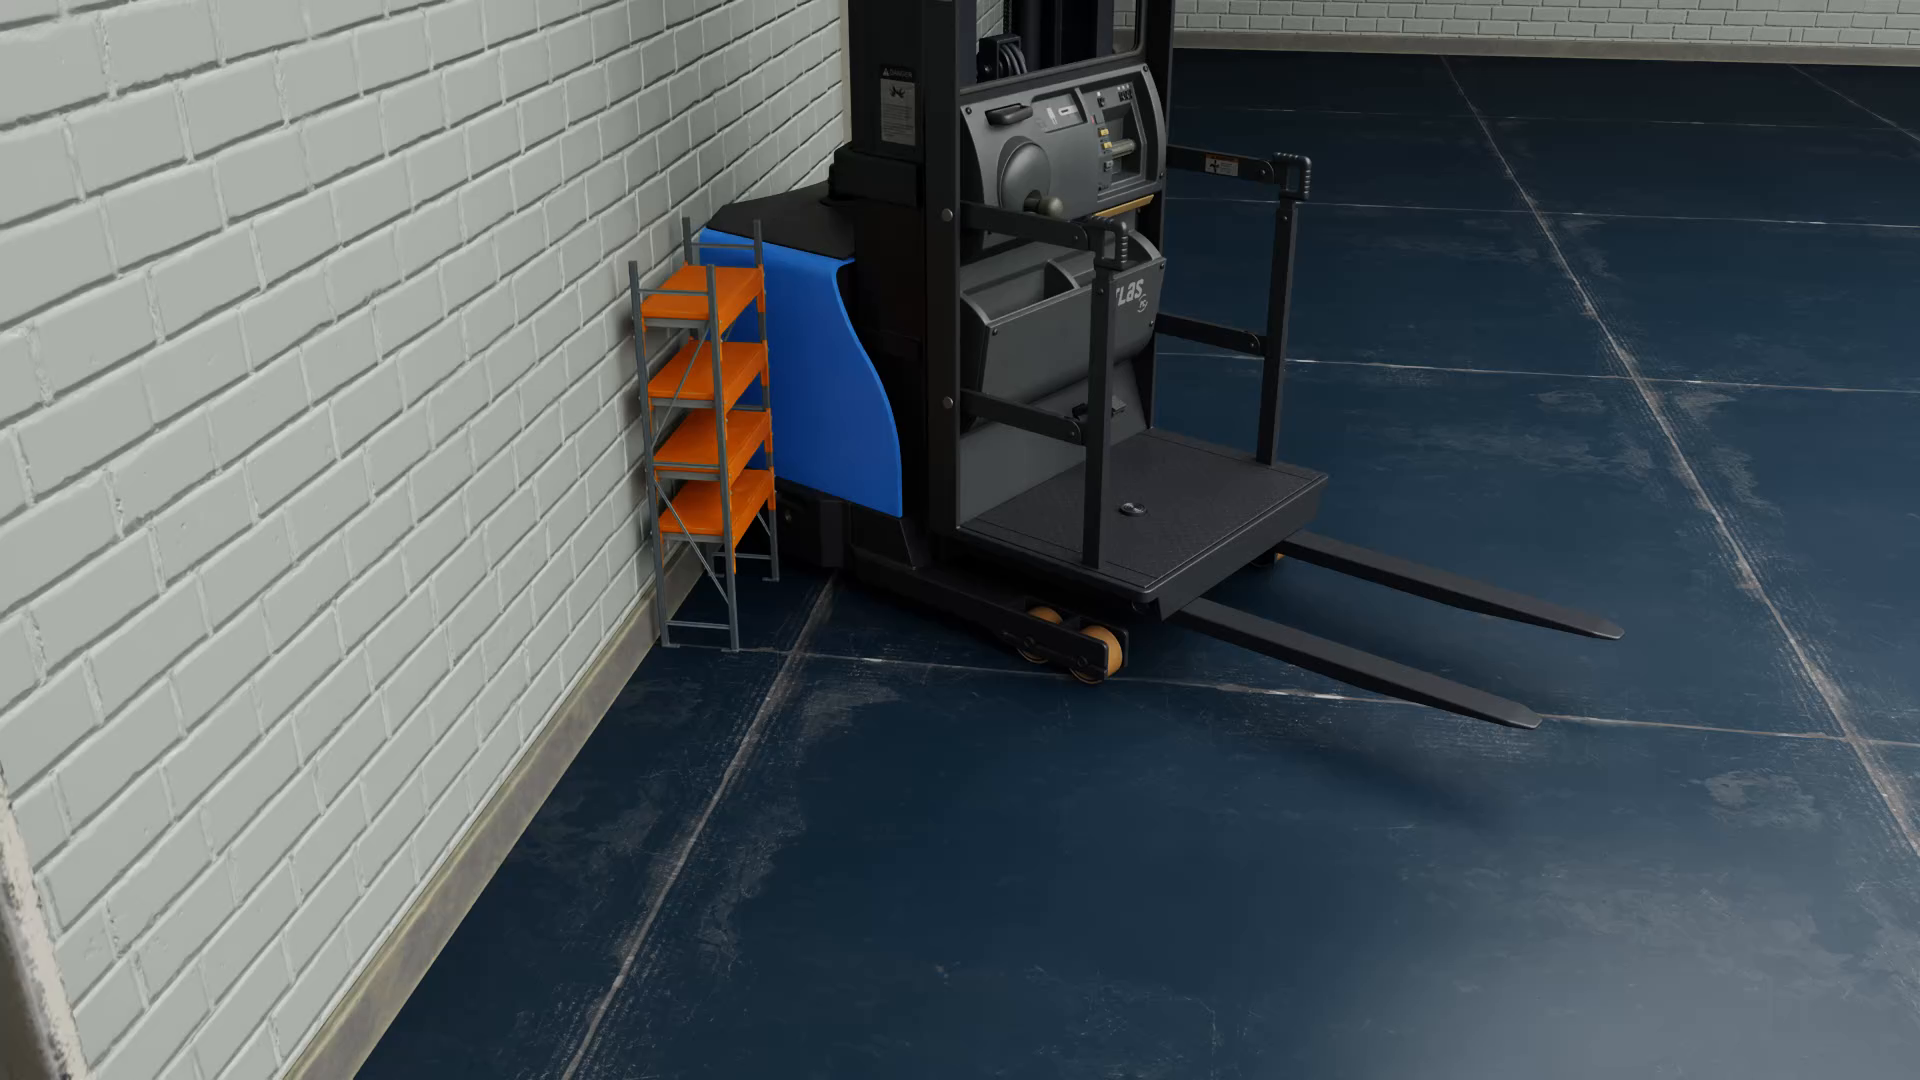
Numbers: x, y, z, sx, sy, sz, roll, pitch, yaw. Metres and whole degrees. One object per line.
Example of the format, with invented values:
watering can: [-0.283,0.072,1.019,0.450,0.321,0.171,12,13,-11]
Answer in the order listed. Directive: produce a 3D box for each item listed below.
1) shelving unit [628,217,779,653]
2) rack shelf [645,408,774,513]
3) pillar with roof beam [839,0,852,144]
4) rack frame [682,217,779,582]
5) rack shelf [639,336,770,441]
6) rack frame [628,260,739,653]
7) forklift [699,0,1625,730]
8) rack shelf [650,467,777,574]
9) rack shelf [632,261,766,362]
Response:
shelving unit: [-0.751,-0.315,5.007,0.258,1.200,0.503,4,25,8]
rack shelf: [-0.751,-0.254,5.036,0.258,0.148,0.480,4,25,8]
pillar with roof beam: [3.920,-4.712,5.201,9.100,9.000,0.400,4,25,9]
rack frame: [-0.714,-0.417,5.226,0.240,1.200,0.015,4,25,8]
rack shelf: [-0.751,-0.457,4.941,0.258,0.148,0.480,4,25,8]
rack frame: [-0.787,-0.213,4.789,0.240,1.200,0.015,4,25,8]
forklift: [0.485,-1.162,4.775,3.031,2.935,1.130,19,31,35]
rack shelf: [-0.751,-0.074,5.120,0.258,0.148,0.480,4,25,8]
rack shelf: [-0.751,-0.671,4.841,0.258,0.148,0.480,4,25,8]
